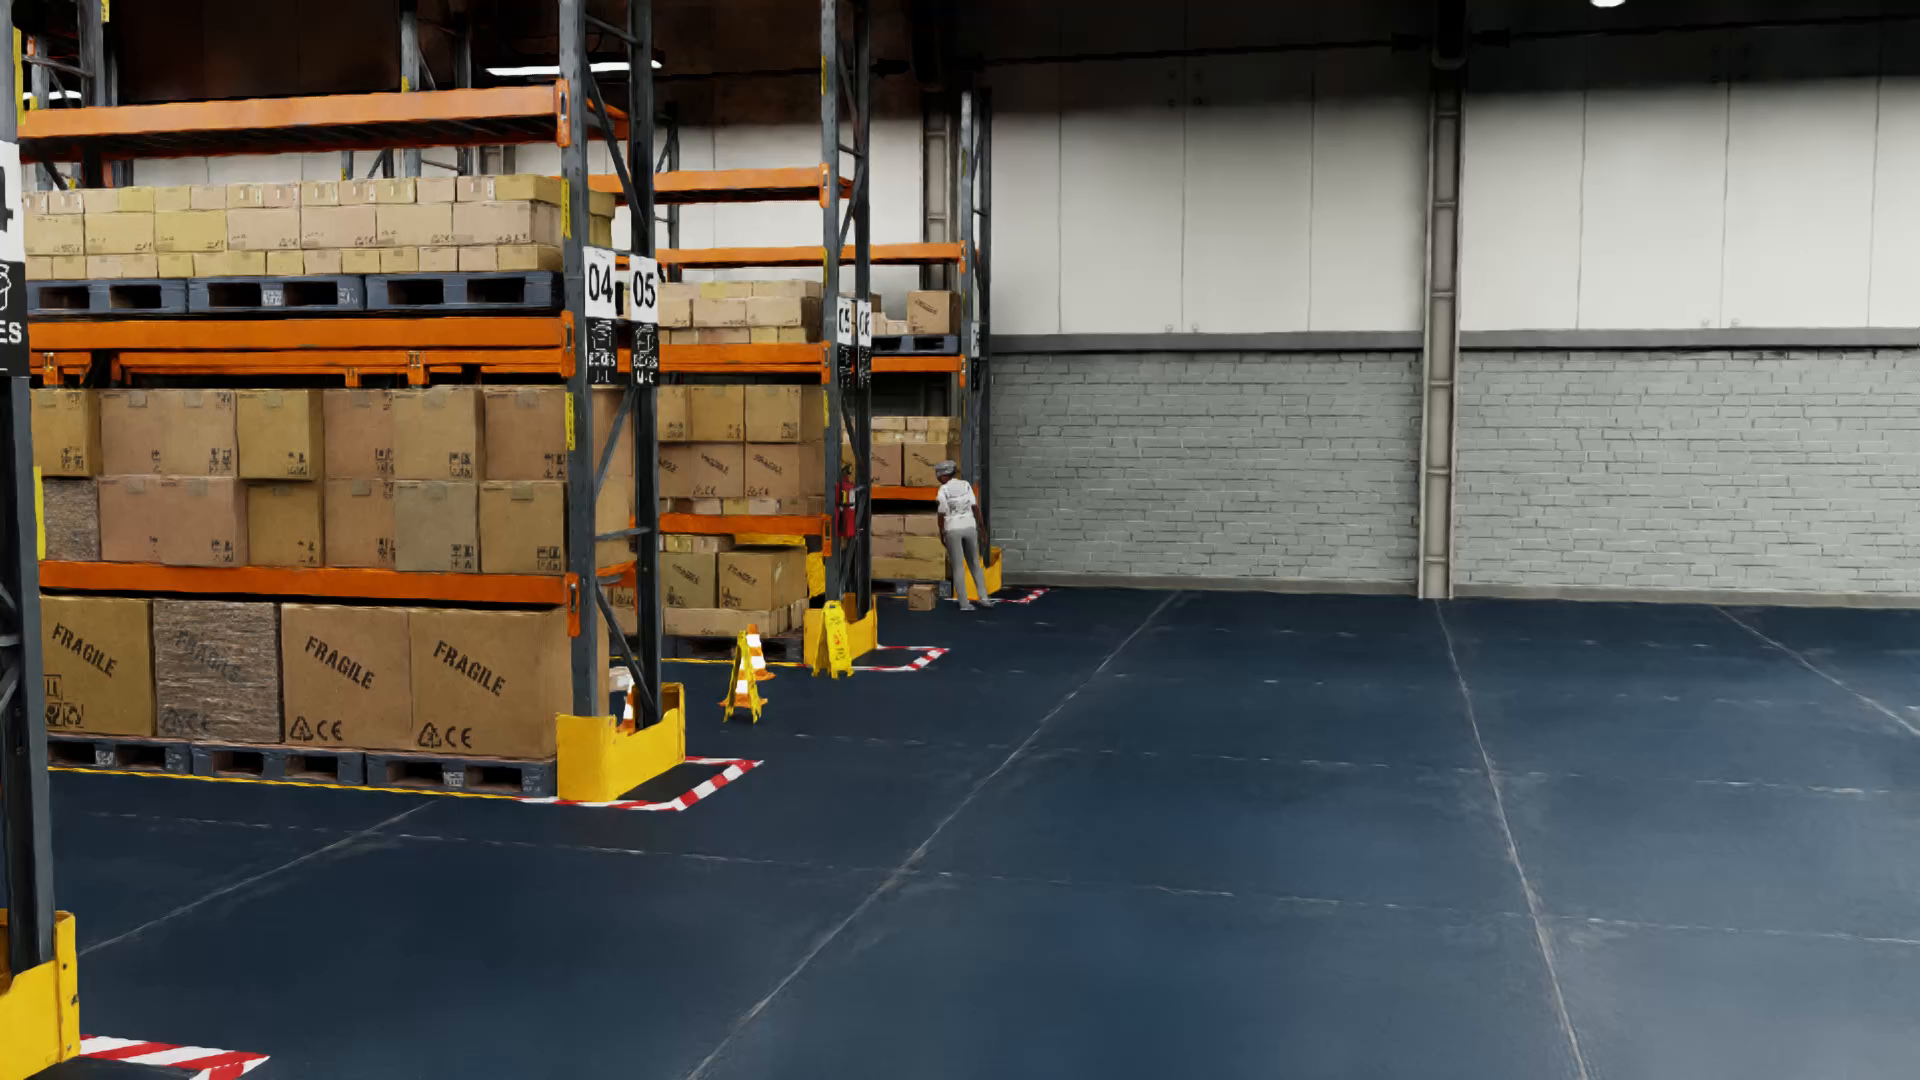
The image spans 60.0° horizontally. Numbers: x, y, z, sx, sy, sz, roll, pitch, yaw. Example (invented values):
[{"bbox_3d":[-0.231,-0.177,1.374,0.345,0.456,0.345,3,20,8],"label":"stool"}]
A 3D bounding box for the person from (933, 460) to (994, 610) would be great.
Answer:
[{"bbox_3d":[0.066,-0.035,18.267,0.733,1.650,0.421,-2,5,-20],"label":"person"}]
